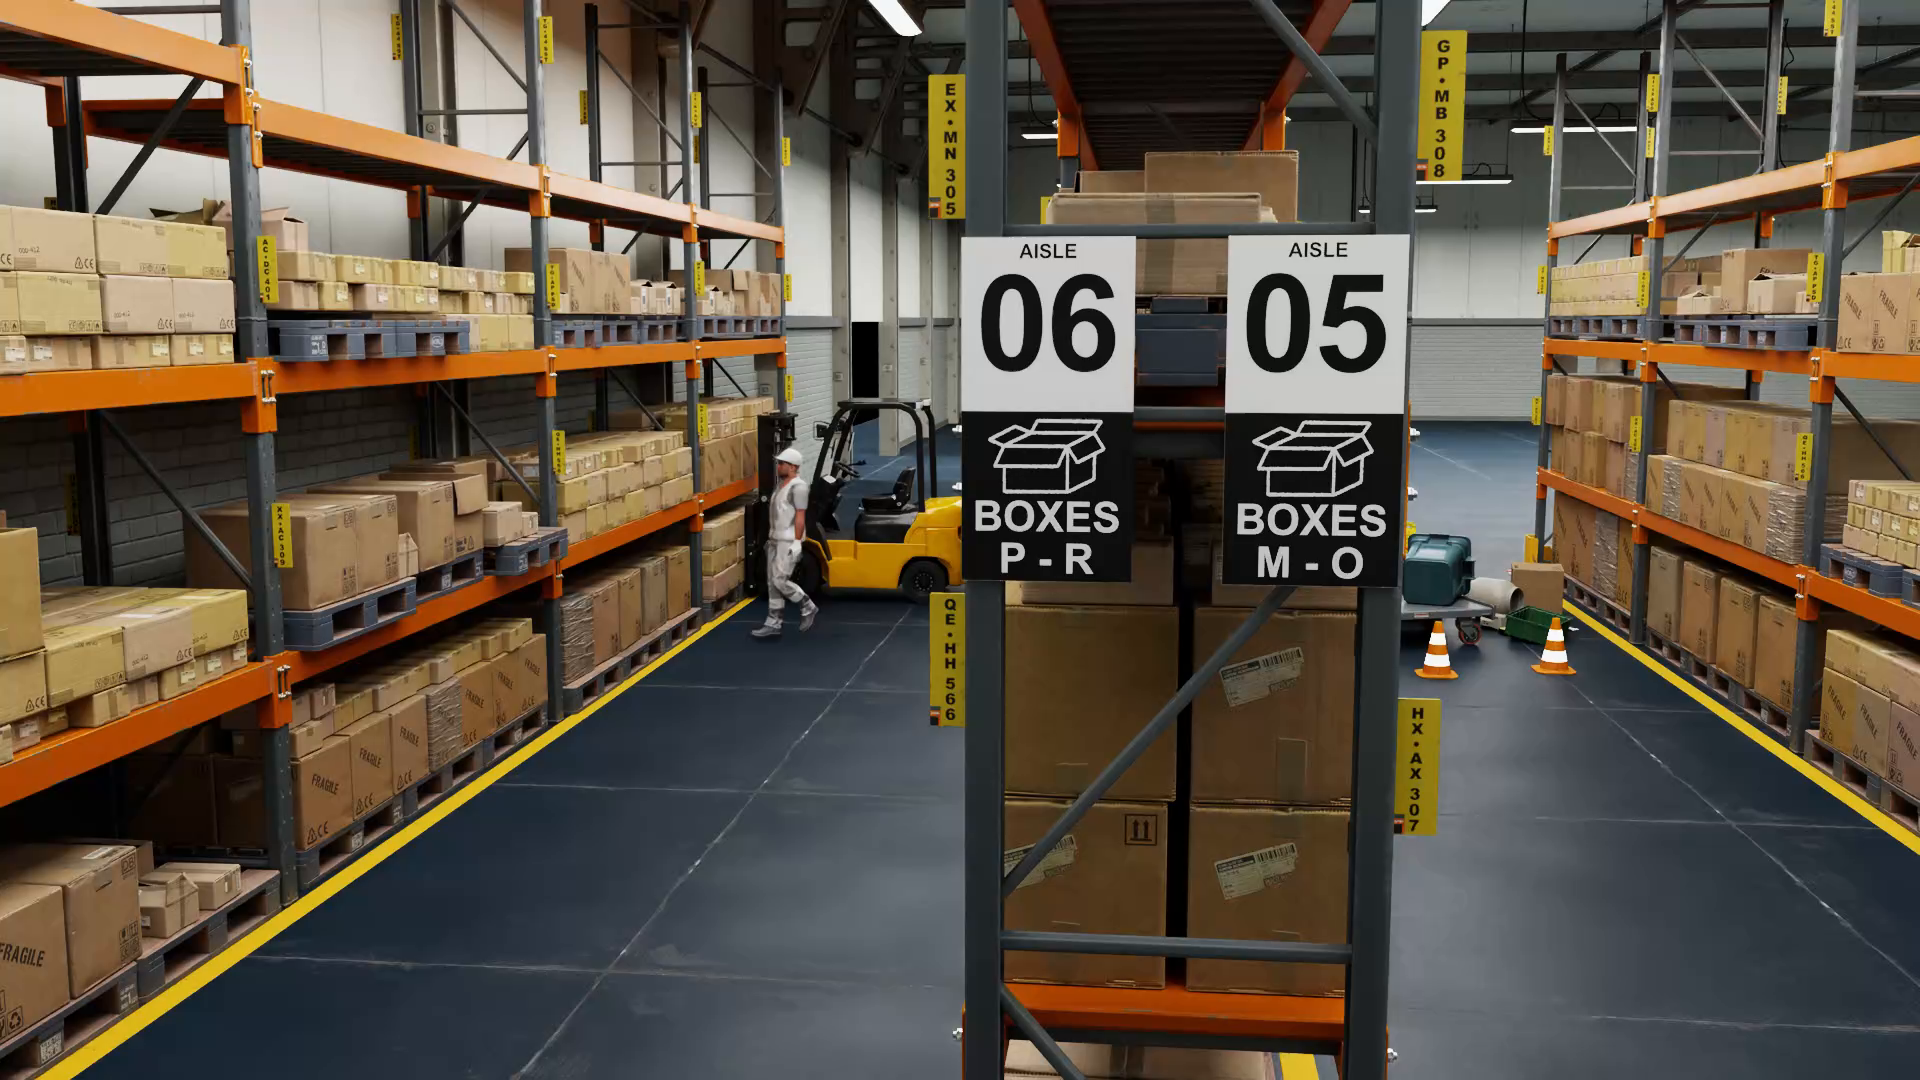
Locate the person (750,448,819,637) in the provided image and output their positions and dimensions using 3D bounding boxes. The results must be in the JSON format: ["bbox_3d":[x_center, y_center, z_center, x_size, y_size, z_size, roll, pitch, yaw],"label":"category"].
[{"bbox_3d":[-1.681,0.030,15.768,0.620,1.785,0.590,-4,9,-30],"label":"person"}]
